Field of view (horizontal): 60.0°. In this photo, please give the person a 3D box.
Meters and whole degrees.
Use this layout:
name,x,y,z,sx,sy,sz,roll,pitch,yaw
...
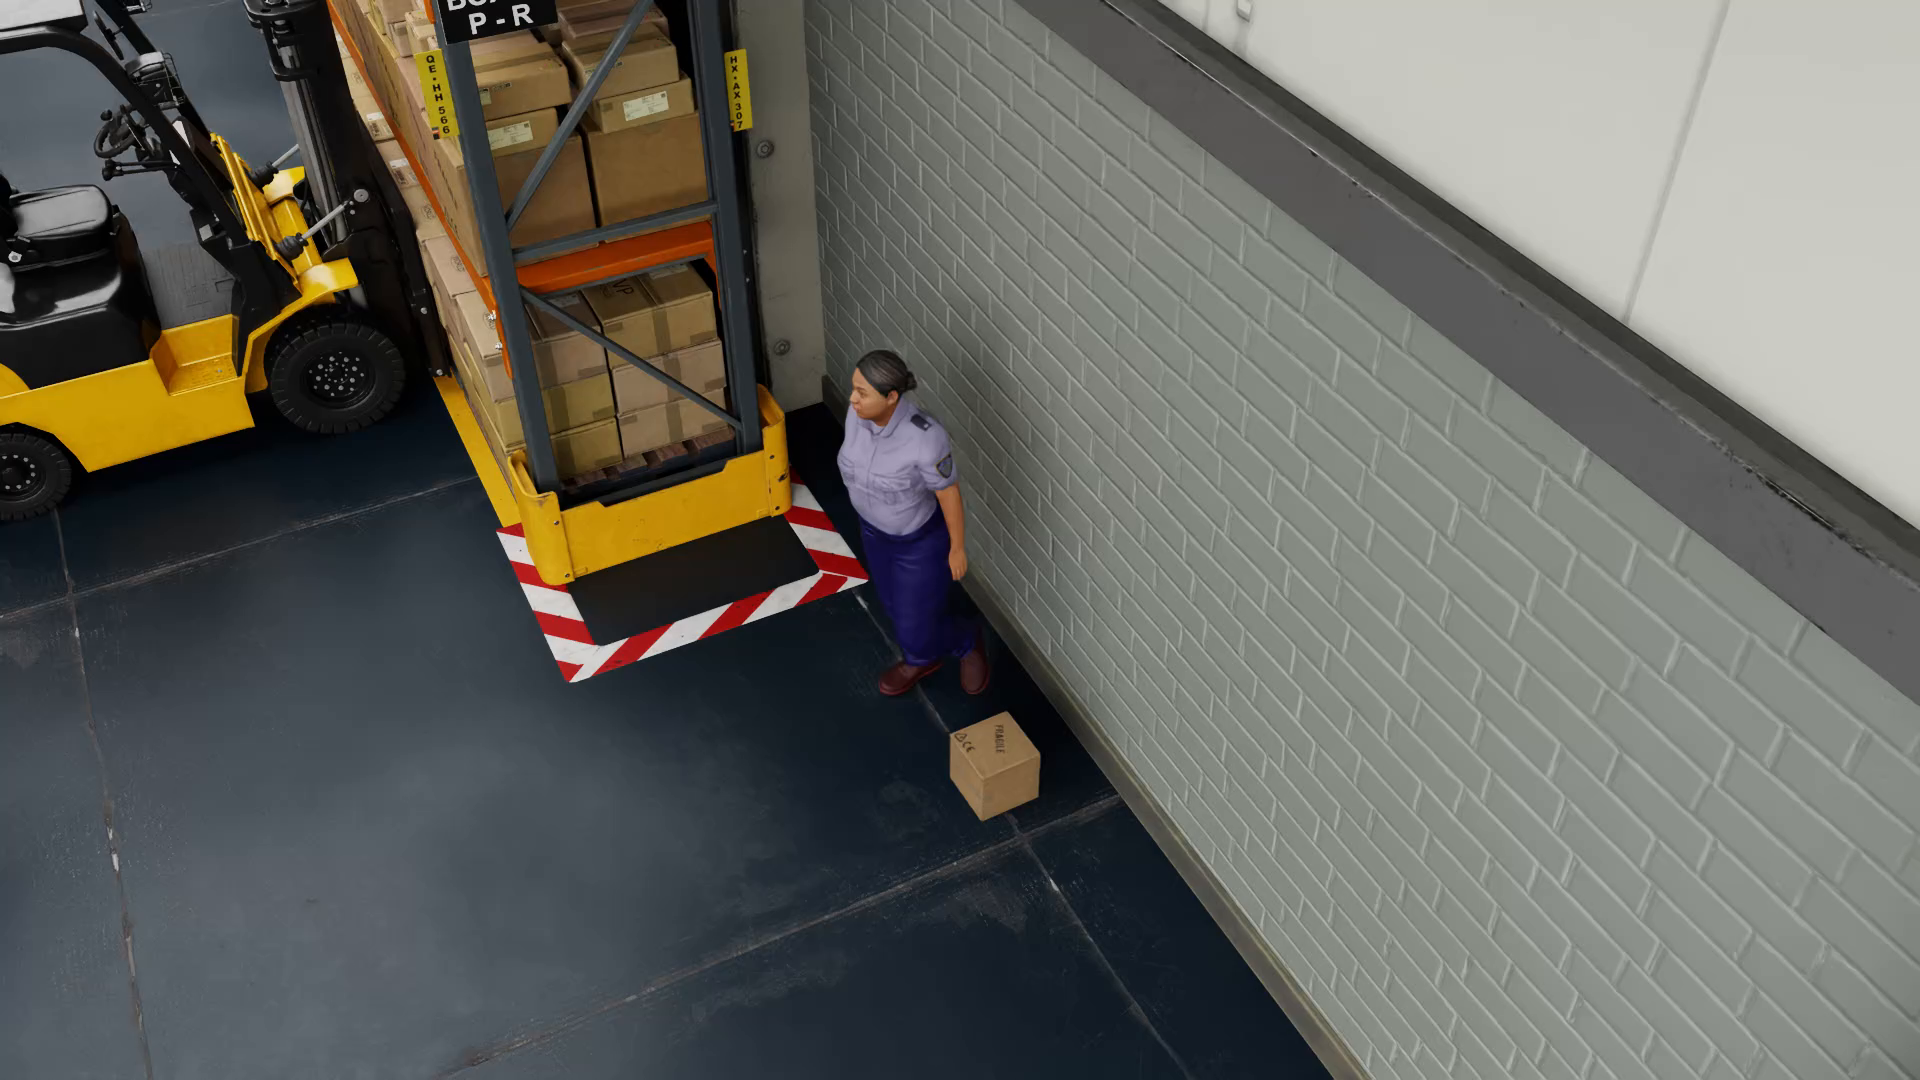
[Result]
name,x,y,z,sx,sy,sz,roll,pitch,yaw
person,-0.160,-0.040,6.207,0.485,1.642,0.557,-33,51,-32
